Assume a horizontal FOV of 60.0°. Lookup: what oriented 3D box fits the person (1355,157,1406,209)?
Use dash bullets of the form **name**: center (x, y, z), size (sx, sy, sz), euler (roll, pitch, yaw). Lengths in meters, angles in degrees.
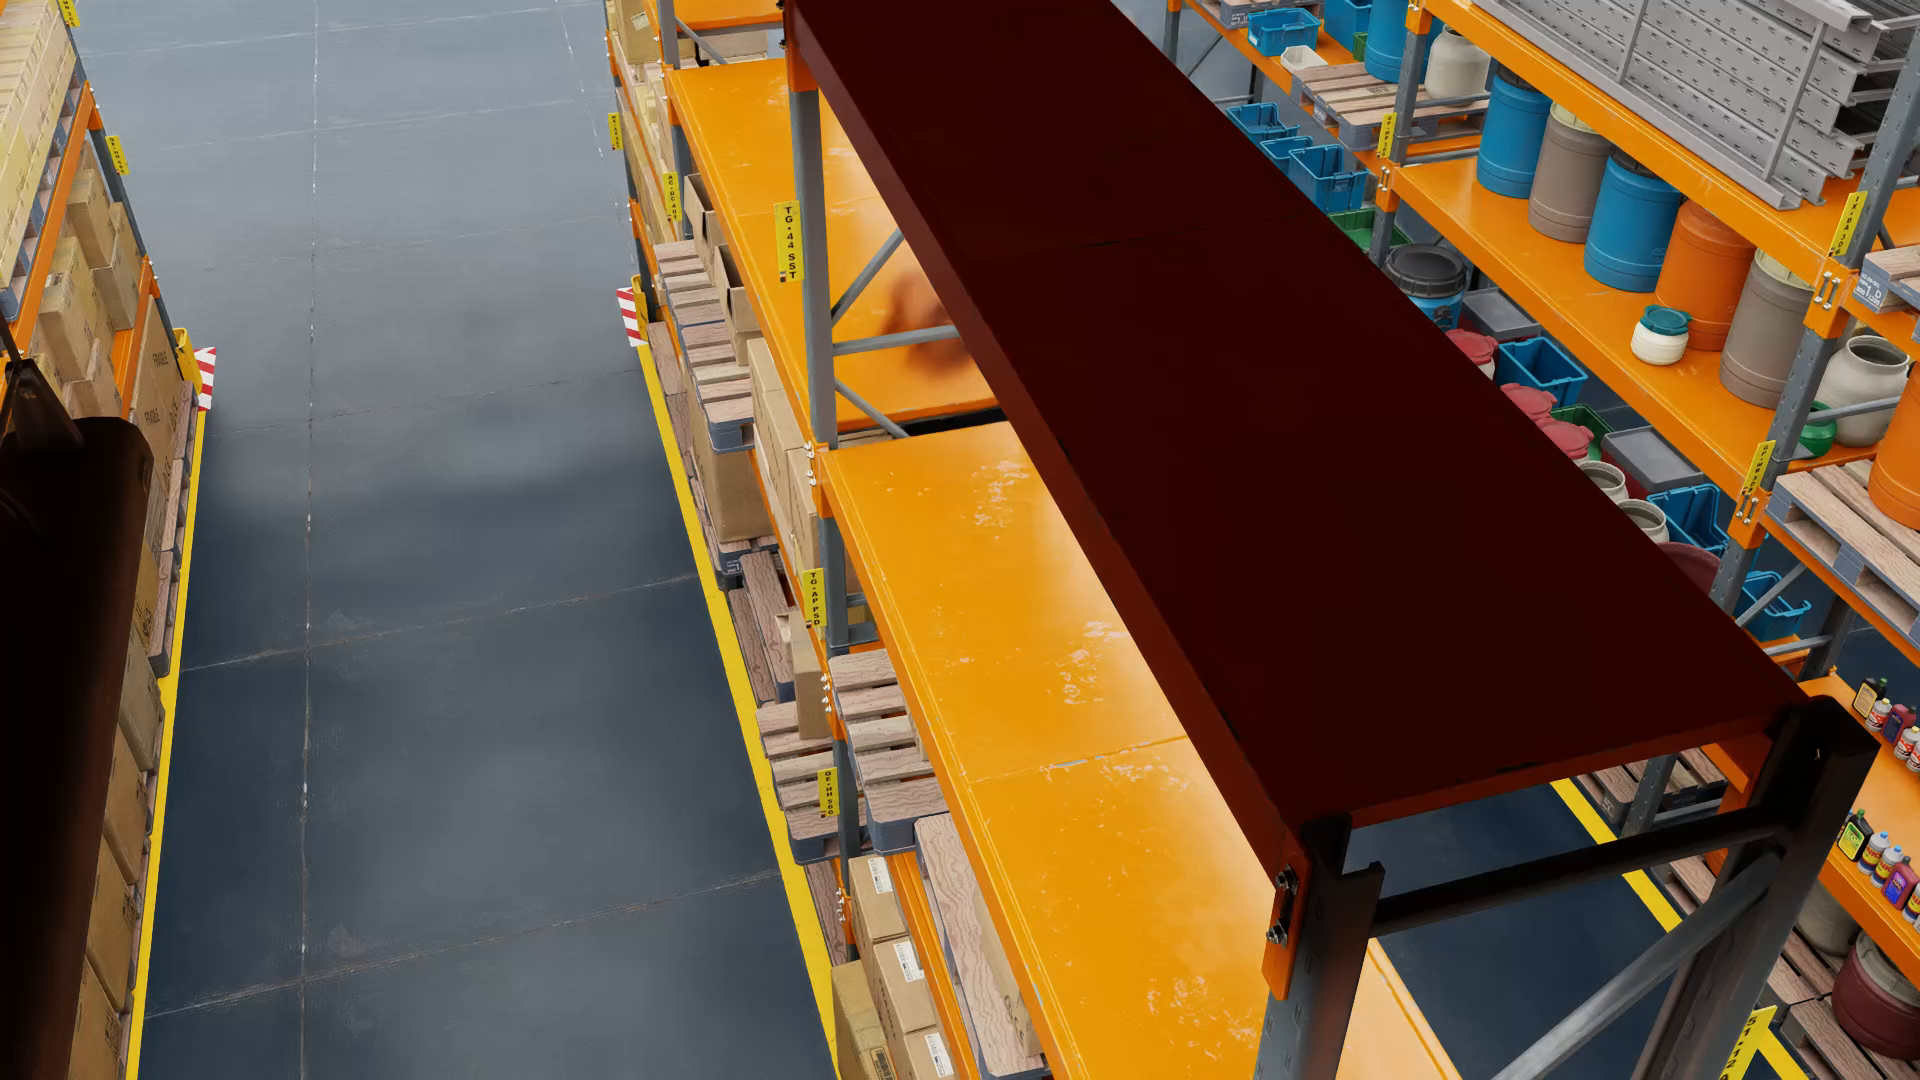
- **person**: center (4.078, -3.551, 15.934), size (0.692, 1.741, 0.611), euler (-14, 40, -17)
